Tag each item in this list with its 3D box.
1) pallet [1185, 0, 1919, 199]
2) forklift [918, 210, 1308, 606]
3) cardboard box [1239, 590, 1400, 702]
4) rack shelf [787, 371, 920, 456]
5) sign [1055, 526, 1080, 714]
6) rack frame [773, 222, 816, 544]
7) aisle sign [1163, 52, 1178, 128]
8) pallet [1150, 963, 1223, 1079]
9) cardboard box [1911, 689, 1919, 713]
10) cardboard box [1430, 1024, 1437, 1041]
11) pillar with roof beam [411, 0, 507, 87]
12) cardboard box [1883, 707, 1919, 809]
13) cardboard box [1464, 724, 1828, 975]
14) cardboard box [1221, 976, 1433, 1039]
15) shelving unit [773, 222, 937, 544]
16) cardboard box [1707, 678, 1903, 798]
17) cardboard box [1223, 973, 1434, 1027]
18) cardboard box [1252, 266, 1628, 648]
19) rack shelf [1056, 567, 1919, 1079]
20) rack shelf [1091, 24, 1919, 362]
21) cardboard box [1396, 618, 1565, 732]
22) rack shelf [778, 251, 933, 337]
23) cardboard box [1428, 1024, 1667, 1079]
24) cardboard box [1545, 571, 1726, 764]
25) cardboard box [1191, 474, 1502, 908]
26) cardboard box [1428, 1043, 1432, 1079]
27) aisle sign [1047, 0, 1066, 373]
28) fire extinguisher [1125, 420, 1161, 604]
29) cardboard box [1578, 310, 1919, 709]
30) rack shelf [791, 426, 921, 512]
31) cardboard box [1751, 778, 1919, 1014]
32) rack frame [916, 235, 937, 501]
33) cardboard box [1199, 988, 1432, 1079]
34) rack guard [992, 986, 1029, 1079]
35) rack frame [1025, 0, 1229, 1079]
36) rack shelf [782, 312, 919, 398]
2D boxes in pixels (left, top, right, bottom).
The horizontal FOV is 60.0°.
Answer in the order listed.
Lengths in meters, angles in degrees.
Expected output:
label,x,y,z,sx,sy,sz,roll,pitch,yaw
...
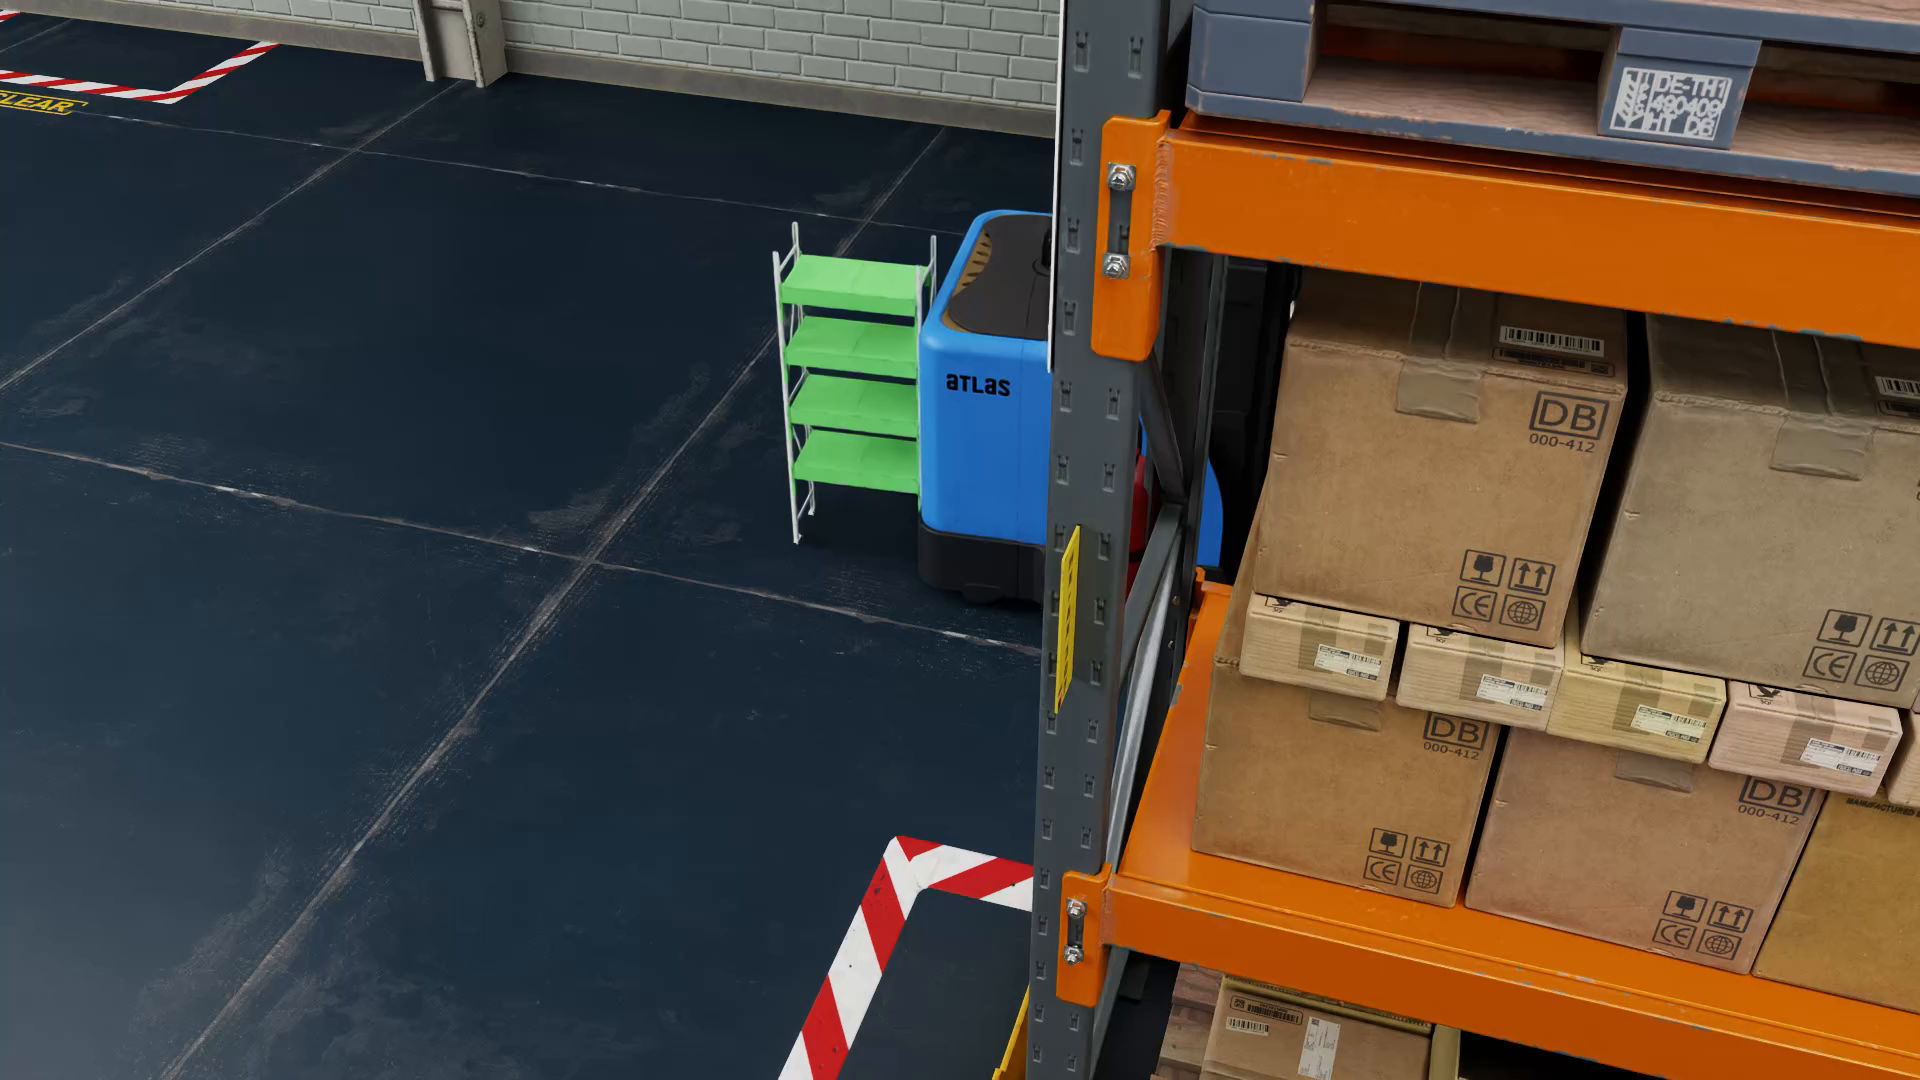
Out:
label,x,y,z,sx,sy,sz,roll,pitch,yaw
pallet,1.015,-0.831,2.392,1.213,0.211,1.003,10,38,14
forklift,1.423,-1.076,5.240,3.031,2.935,1.130,7,37,10
cardboard box,0.658,0.092,2.963,0.250,0.149,0.380,10,38,14
rack shelf,-0.351,-0.457,5.966,0.480,0.148,0.258,7,37,10
sign,0.176,0.135,2.739,0.005,0.325,0.100,10,38,14
rack frame,-0.590,-0.539,5.970,0.015,1.200,0.240,7,37,10
aisle sign,0.372,-1.023,2.916,0.004,0.787,0.394,10,38,14
pallet,1.090,1.437,4.120,1.213,0.211,1.003,10,38,14
cardboard box,1.825,-0.083,2.653,0.500,0.500,0.700,11,38,14
cardboard box,1.428,1.150,4.123,0.500,0.250,0.500,10,38,14
pillar with roof beam,-4.263,-4.008,4.104,0.400,9.000,9.100,10,38,14
cardboard box,1.644,0.273,2.716,0.250,0.149,0.380,9,37,12
cardboard box,1.292,0.342,3.171,0.500,0.500,0.700,11,38,15
cardboard box,0.948,1.068,4.234,0.500,0.250,0.500,10,38,14
shelving unit,-0.351,-0.508,5.928,0.503,1.200,0.258,7,37,10
cardboard box,1.389,0.228,2.778,0.250,0.149,0.380,10,38,13
cardboard box,0.948,0.765,4.013,0.500,0.500,0.500,10,38,14
cardboard box,0.840,-0.261,2.896,0.500,0.500,0.700,11,38,14
rack shelf,2.257,0.845,3.178,4.000,0.370,1.077,10,38,14
rack shelf,2.257,-0.363,2.289,4.000,0.370,1.077,10,38,14
cardboard box,0.911,0.137,2.902,0.250,0.149,0.380,10,37,13
rack shelf,-0.351,-0.843,5.681,0.480,0.148,0.258,7,37,10
cardboard box,1.271,1.146,3.495,0.500,0.500,0.500,10,38,14
cardboard box,1.148,0.182,2.841,0.250,0.149,0.380,11,38,14
cardboard box,0.789,0.252,3.293,0.500,0.500,0.700,11,38,14
cardboard box,1.272,1.447,3.718,0.500,0.250,0.500,10,38,14
aisle sign,0.194,-0.683,2.454,0.004,0.787,0.394,10,38,14
fire extinguisher,0.373,-0.050,3.853,0.183,0.674,0.296,10,38,14
cardboard box,1.344,-0.172,2.774,0.500,0.500,0.700,10,37,13
rack shelf,-0.351,-0.263,6.108,0.480,0.148,0.258,7,37,10
cardboard box,1.764,0.433,3.047,0.500,0.500,0.700,11,38,14
rack frame,-0.113,-0.477,5.886,0.015,1.200,0.240,7,37,10
cardboard box,0.793,1.361,3.836,0.500,0.250,0.500,10,38,14
rack guard,0.325,1.205,4.191,0.348,0.500,1.175,10,38,14
rack frame,0.348,0.202,3.445,0.127,3.000,1.000,10,38,14
rack shelf,-0.351,-0.650,5.824,0.480,0.148,0.258,7,37,10
